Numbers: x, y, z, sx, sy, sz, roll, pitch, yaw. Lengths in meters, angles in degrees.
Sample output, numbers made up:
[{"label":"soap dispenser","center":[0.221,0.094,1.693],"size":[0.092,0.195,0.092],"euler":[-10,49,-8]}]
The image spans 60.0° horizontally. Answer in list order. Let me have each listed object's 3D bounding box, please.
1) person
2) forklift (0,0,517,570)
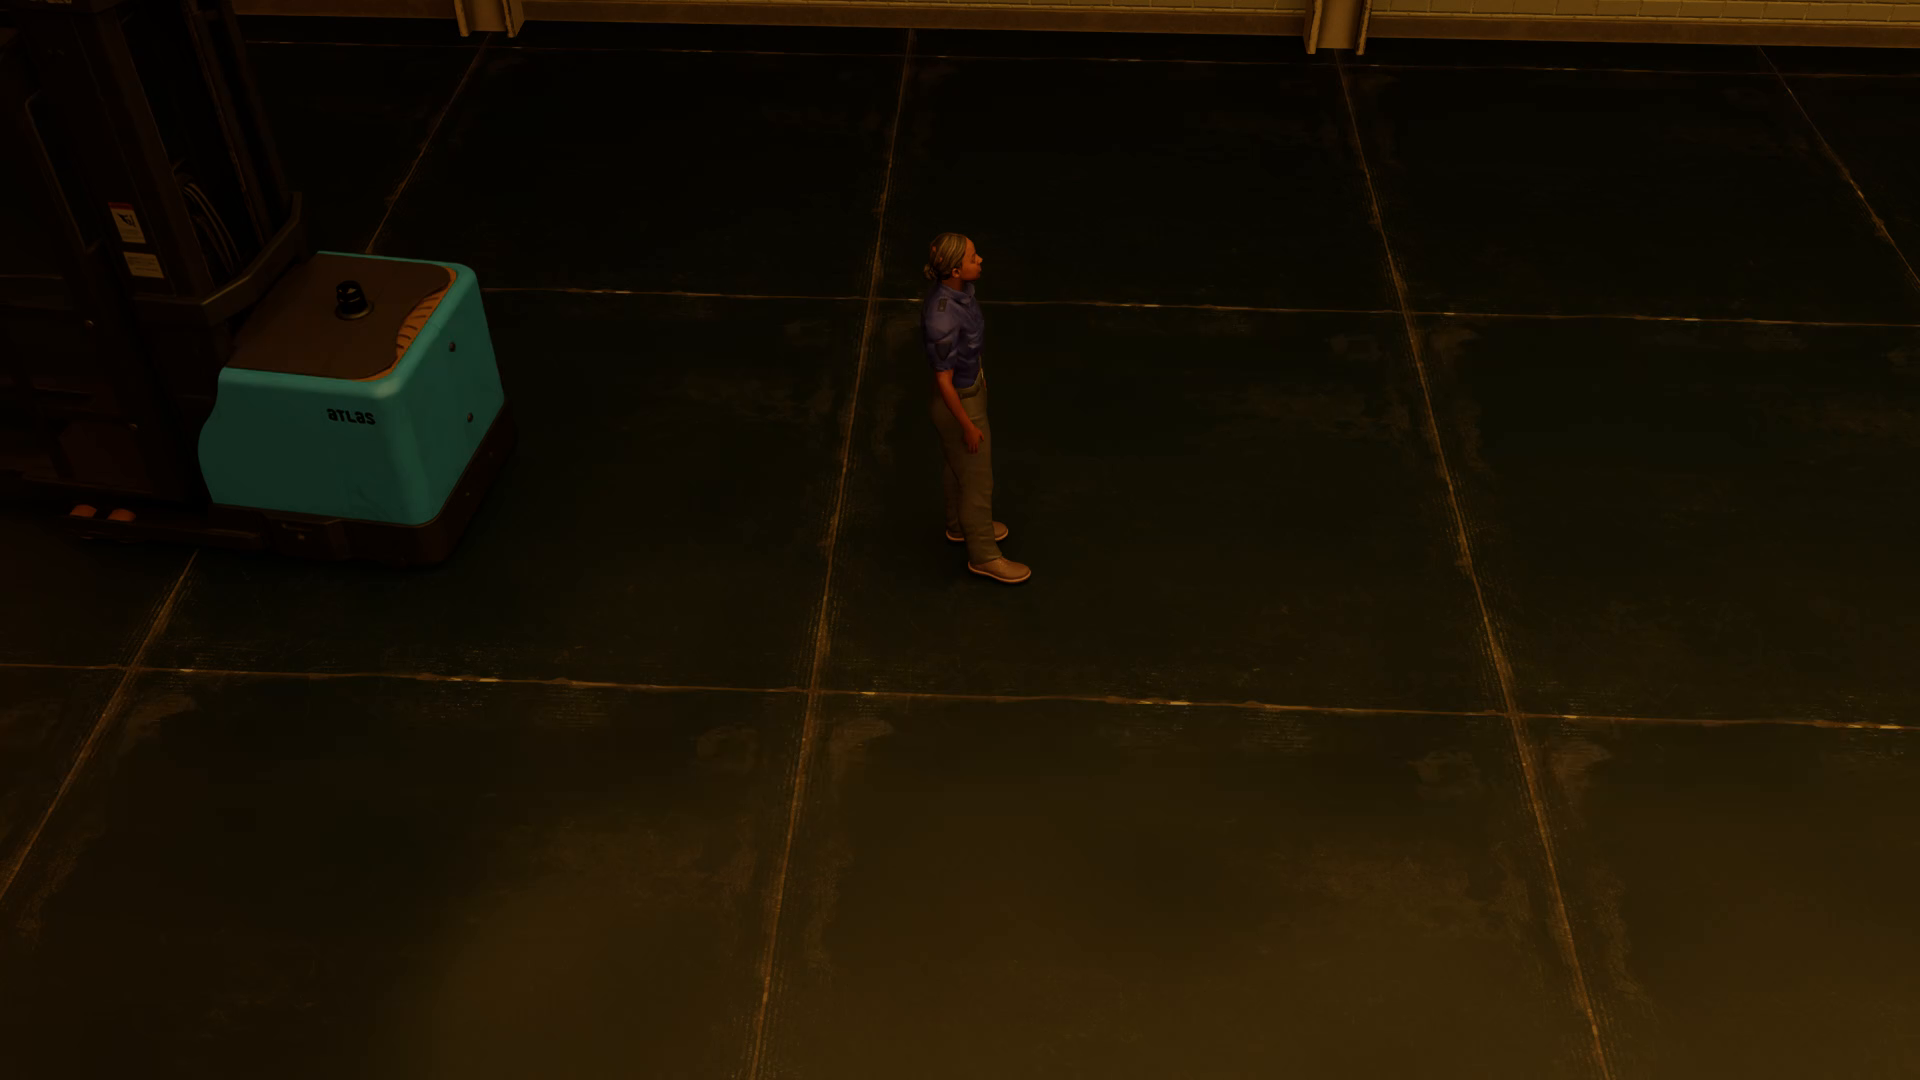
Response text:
[{"label":"person","center":[0.087,-0.601,7.335],"size":[0.503,1.656,0.569],"euler":[2,42,2]},{"label":"forklift","center":[-3.796,-1.412,7.289],"size":[3.031,2.935,1.130],"euler":[6,43,7]}]
